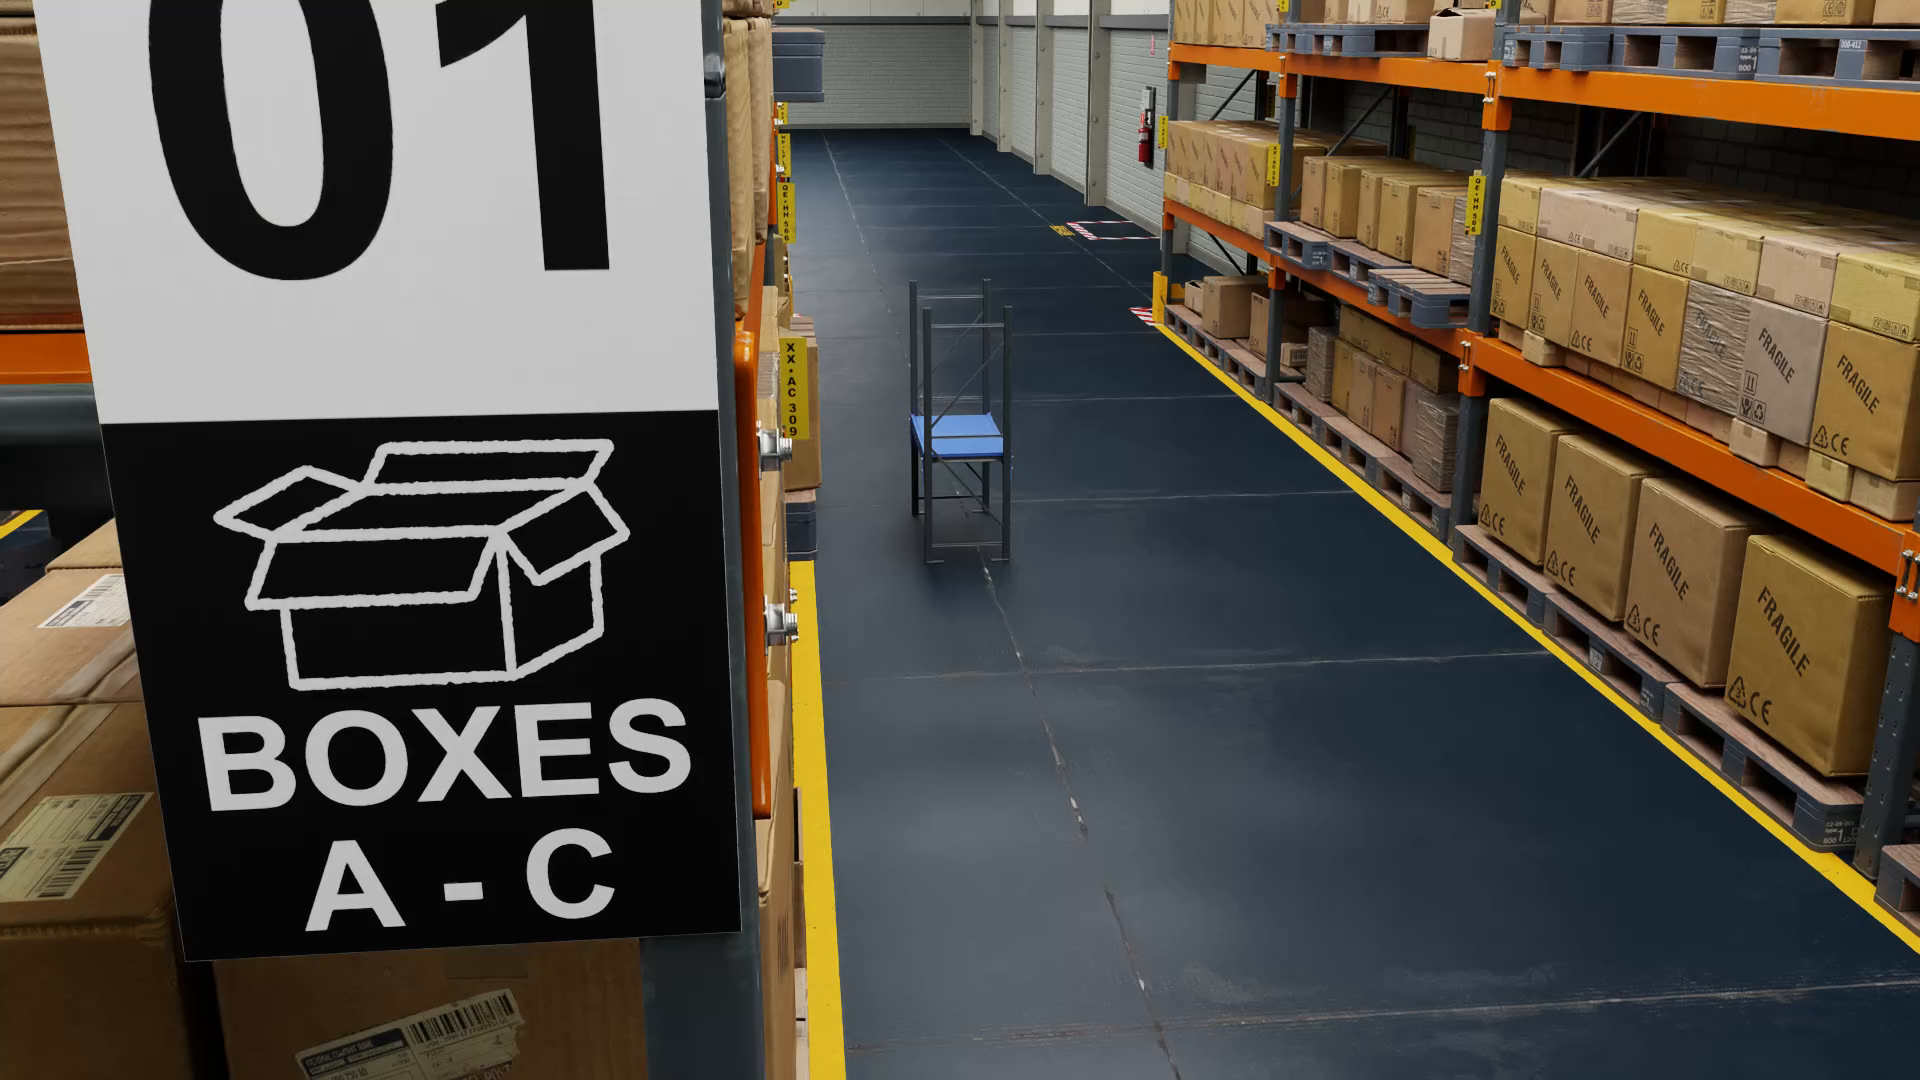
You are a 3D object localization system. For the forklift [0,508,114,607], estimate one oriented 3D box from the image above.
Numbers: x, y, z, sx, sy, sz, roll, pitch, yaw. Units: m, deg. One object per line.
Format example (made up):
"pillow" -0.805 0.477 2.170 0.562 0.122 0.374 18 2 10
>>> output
"forklift" -4.593 -0.939 8.275 1.130 2.935 3.031 11 20 31

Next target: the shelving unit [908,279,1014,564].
"shelving unit" -0.009 -0.741 10.033 0.538 1.500 1.048 -2 18 -6

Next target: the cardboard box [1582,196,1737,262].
"cardboard box" 3.348 -1.495 7.982 0.500 0.250 0.500 -2 18 -5

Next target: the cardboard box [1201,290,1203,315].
"cardboard box" 2.661 -2.322 16.319 0.500 0.311 0.500 0 17 -1

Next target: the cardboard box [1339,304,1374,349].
"cardboard box" 3.174 -1.607 12.475 0.500 0.250 0.500 -2 18 -7

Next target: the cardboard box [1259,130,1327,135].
"cardboard box" 3.032 -3.481 15.223 0.500 0.500 0.500 -2 17 -5

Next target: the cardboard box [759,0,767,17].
"cardboard box" -0.600 -1.059 2.949 0.500 0.250 0.500 -2 18 -6

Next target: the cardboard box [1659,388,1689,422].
"cardboard box" 3.438 -0.639 7.592 0.380 0.149 0.250 -1 17 -4

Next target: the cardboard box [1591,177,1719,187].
"cardboard box" 3.750 -1.820 9.017 0.500 0.250 0.500 -1 17 -4

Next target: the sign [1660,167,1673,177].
"sign" 3.997 -1.961 9.481 0.100 0.325 0.005 -2 18 -6

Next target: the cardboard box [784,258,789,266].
"cardboard box" -1.787 -2.269 15.033 0.500 0.500 0.500 -2 18 -6

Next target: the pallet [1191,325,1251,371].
"pallet" 2.800 -1.815 15.605 1.003 0.211 1.213 -2 18 -6

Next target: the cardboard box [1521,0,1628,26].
"cardboard box" 3.600 -3.100 9.836 0.500 0.500 0.500 -2 18 -6

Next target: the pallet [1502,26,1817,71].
"pallet" 3.565 -2.541 8.570 1.213 0.211 1.003 -1 17 -3

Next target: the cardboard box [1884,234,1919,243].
"cardboard box" 4.009 -1.056 6.584 0.500 0.250 0.500 -2 17 -5

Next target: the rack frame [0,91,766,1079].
"rack frame" -0.656 1.148 1.514 1.000 3.000 0.127 -2 18 -6

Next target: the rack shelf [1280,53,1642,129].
"rack shelf" 3.239 -3.074 11.154 1.077 0.370 4.000 -2 18 -6

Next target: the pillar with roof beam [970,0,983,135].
"pillar with roof beam" -3.823 -15.259 43.758 9.100 9.000 0.400 -2 18 -6

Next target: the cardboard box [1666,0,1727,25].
"cardboard box" 3.704 -2.615 7.588 0.700 0.500 0.500 -1 17 -3

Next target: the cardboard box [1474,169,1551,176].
"cardboard box" 3.332 -2.154 10.047 0.380 0.149 0.250 -5 18 -15

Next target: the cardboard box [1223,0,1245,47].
"cardboard box" 2.601 -4.528 14.384 0.500 0.500 0.500 -2 18 -8

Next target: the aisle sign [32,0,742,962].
"aisle sign" -0.357 -0.082 1.089 0.394 0.787 0.004 -2 18 -6

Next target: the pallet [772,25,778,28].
"pallet" -1.640 -2.776 9.320 1.213 0.211 1.003 -1 17 -3

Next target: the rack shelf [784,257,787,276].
"rack shelf" -2.100 -2.680 14.908 1.077 0.370 4.000 -2 18 -6

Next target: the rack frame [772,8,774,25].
"rack frame" -1.894 -5.290 12.003 1.000 3.000 0.127 -2 18 -6

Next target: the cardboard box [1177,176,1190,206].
"cardboard box" 2.423 -3.402 16.223 0.500 0.250 0.500 -2 18 -7

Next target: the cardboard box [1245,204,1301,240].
"cardboard box" 2.683 -2.652 13.832 0.500 0.250 0.500 -2 18 -6

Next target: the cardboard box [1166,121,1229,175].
"cardboard box" 2.371 -3.918 16.614 0.500 0.500 0.500 -2 18 -6

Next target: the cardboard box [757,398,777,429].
"cardboard box" -0.601 0.026 3.249 0.500 0.500 0.500 -2 18 -6

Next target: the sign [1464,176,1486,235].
"sign" 2.907 -1.885 9.373 0.100 0.325 0.005 -2 18 -6

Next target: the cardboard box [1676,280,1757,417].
"cardboard box" 3.454 -0.829 7.113 0.500 0.500 0.500 -2 18 -6

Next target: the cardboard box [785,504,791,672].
"cardboard box" -0.707 0.203 4.357 0.500 0.500 0.500 -1 17 -4

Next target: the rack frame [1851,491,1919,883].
"rack frame" 3.858 -0.198 5.801 1.000 3.000 0.127 -2 18 -6

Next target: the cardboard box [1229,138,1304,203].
"cardboard box" 2.620 -3.157 14.192 0.500 0.500 0.500 -2 18 -6

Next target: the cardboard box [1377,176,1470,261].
"cardboard box" 3.237 -2.158 11.141 0.700 0.500 0.500 -2 18 -6

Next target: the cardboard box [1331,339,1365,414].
"cardboard box" 3.229 -1.228 12.519 0.700 0.500 0.500 -2 18 -7

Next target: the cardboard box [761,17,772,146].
"cardboard box" -0.653 -0.969 3.499 0.500 0.250 0.500 -2 18 -6

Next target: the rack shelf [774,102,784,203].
"rack shelf" -1.275 -1.728 6.867 1.077 0.370 4.000 -2 18 -6

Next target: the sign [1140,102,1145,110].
"sign" 2.755 -6.553 25.098 0.001 0.109 0.331 -2 18 -6

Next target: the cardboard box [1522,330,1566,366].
"cardboard box" 3.210 -1.017 8.796 0.380 0.149 0.250 -1 17 -4

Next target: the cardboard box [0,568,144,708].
"cardboard box" -1.028 0.348 2.224 0.500 0.500 0.500 -1 17 -4

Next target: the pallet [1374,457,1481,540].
"pallet" 3.367 -0.293 10.756 1.003 0.211 1.213 -2 18 -6

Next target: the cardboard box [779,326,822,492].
"cardboard box" -0.895 -0.440 5.704 0.700 0.500 0.500 -8 19 -24

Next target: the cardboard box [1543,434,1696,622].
"cardboard box" 3.475 -0.080 8.313 0.750 0.750 0.750 -2 18 -6

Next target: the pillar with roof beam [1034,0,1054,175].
"pillar with roof beam" -2.585 -11.684 32.370 9.100 9.000 0.400 -2 18 -6

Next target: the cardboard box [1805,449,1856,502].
"cardboard box" 3.492 -0.254 6.366 0.380 0.149 0.250 -1 17 -5

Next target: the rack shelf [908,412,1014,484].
"rack shelf" -0.009 -0.569 10.087 0.538 0.185 1.000 -2 18 -6
